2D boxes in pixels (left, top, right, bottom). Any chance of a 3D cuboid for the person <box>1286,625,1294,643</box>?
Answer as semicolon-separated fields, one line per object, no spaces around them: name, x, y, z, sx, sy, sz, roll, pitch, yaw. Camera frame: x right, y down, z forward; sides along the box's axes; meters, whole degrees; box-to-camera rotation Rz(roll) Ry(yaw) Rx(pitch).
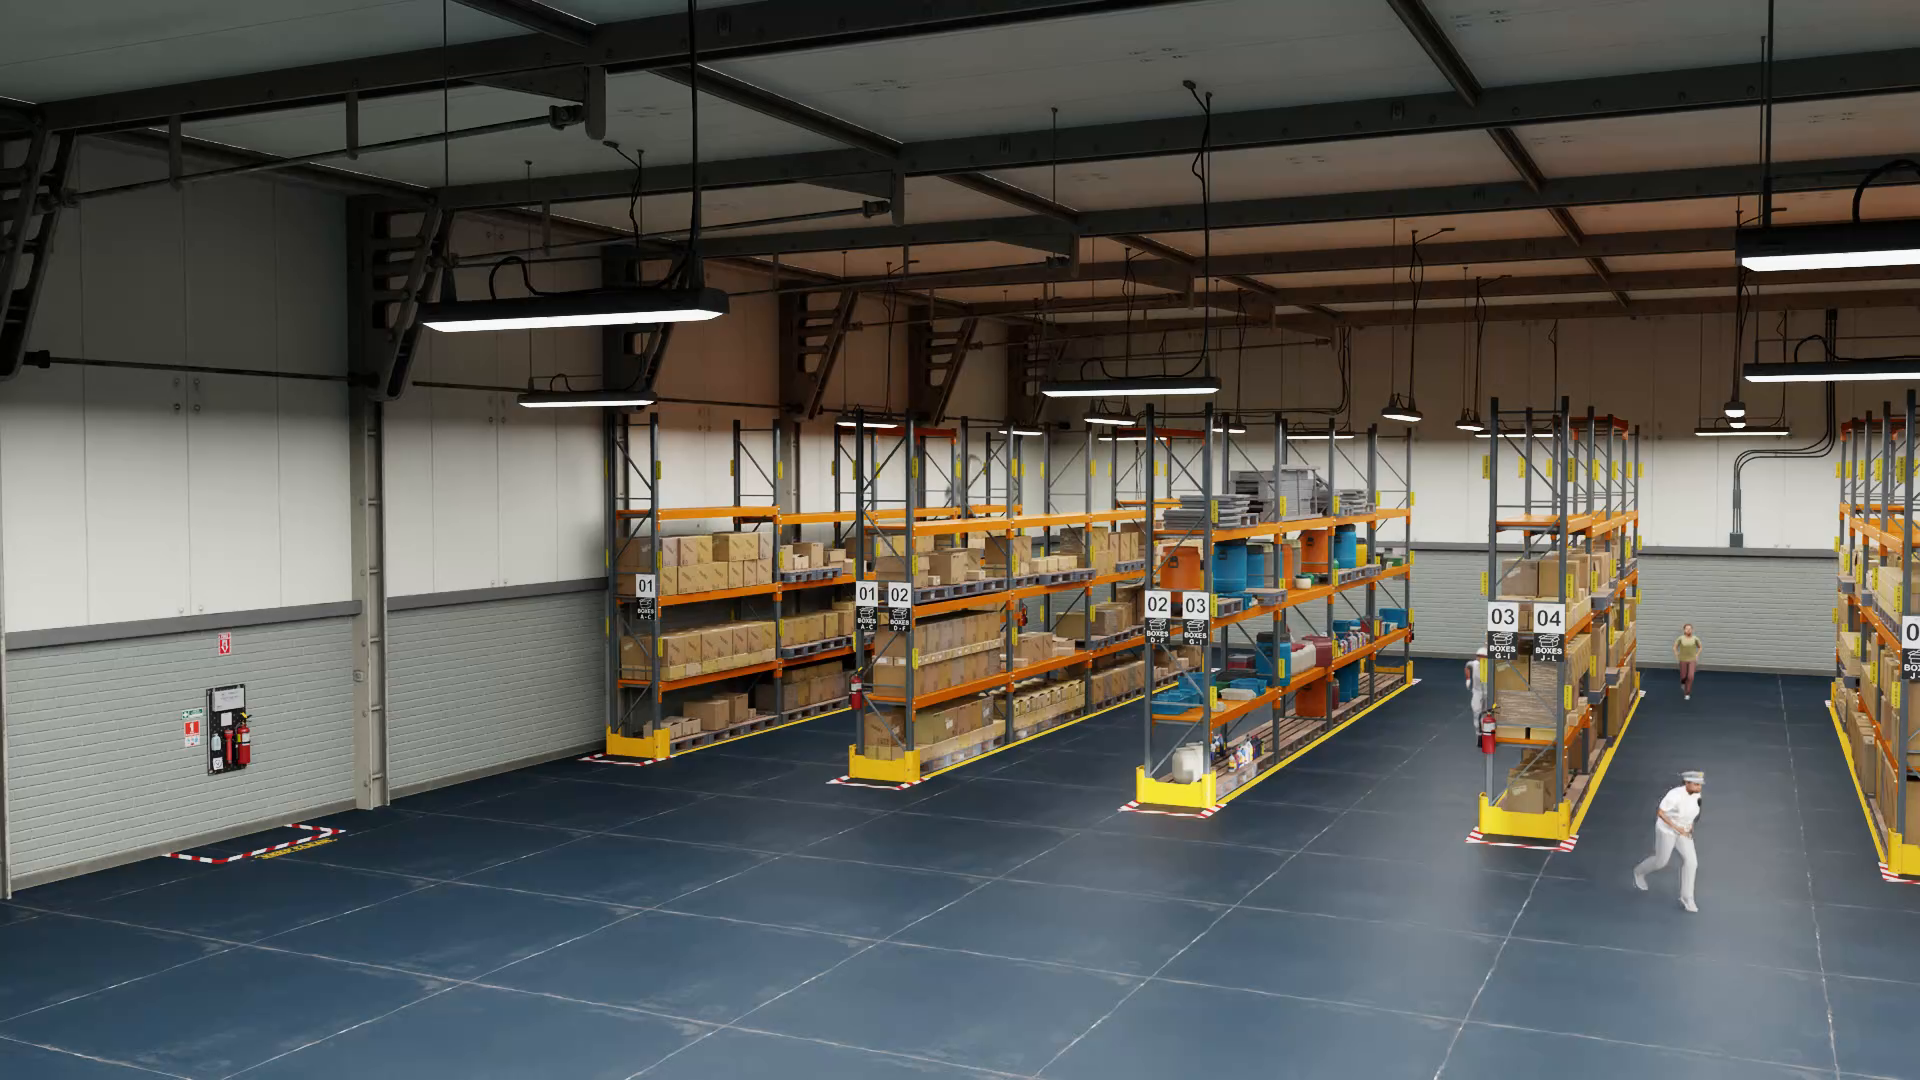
person;7.205;2.670;36.899;0.506;1.602;0.673;1;3;27

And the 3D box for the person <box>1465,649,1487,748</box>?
person;9.562;2.853;30.369;0.653;1.794;0.996;1;3;19

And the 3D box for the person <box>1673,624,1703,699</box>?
person;16.021;2.662;36.597;0.591;1.640;0.633;1;3;20

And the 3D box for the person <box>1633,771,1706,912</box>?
person;8.213;3.418;19.264;0.610;1.628;0.982;-1;3;-25
